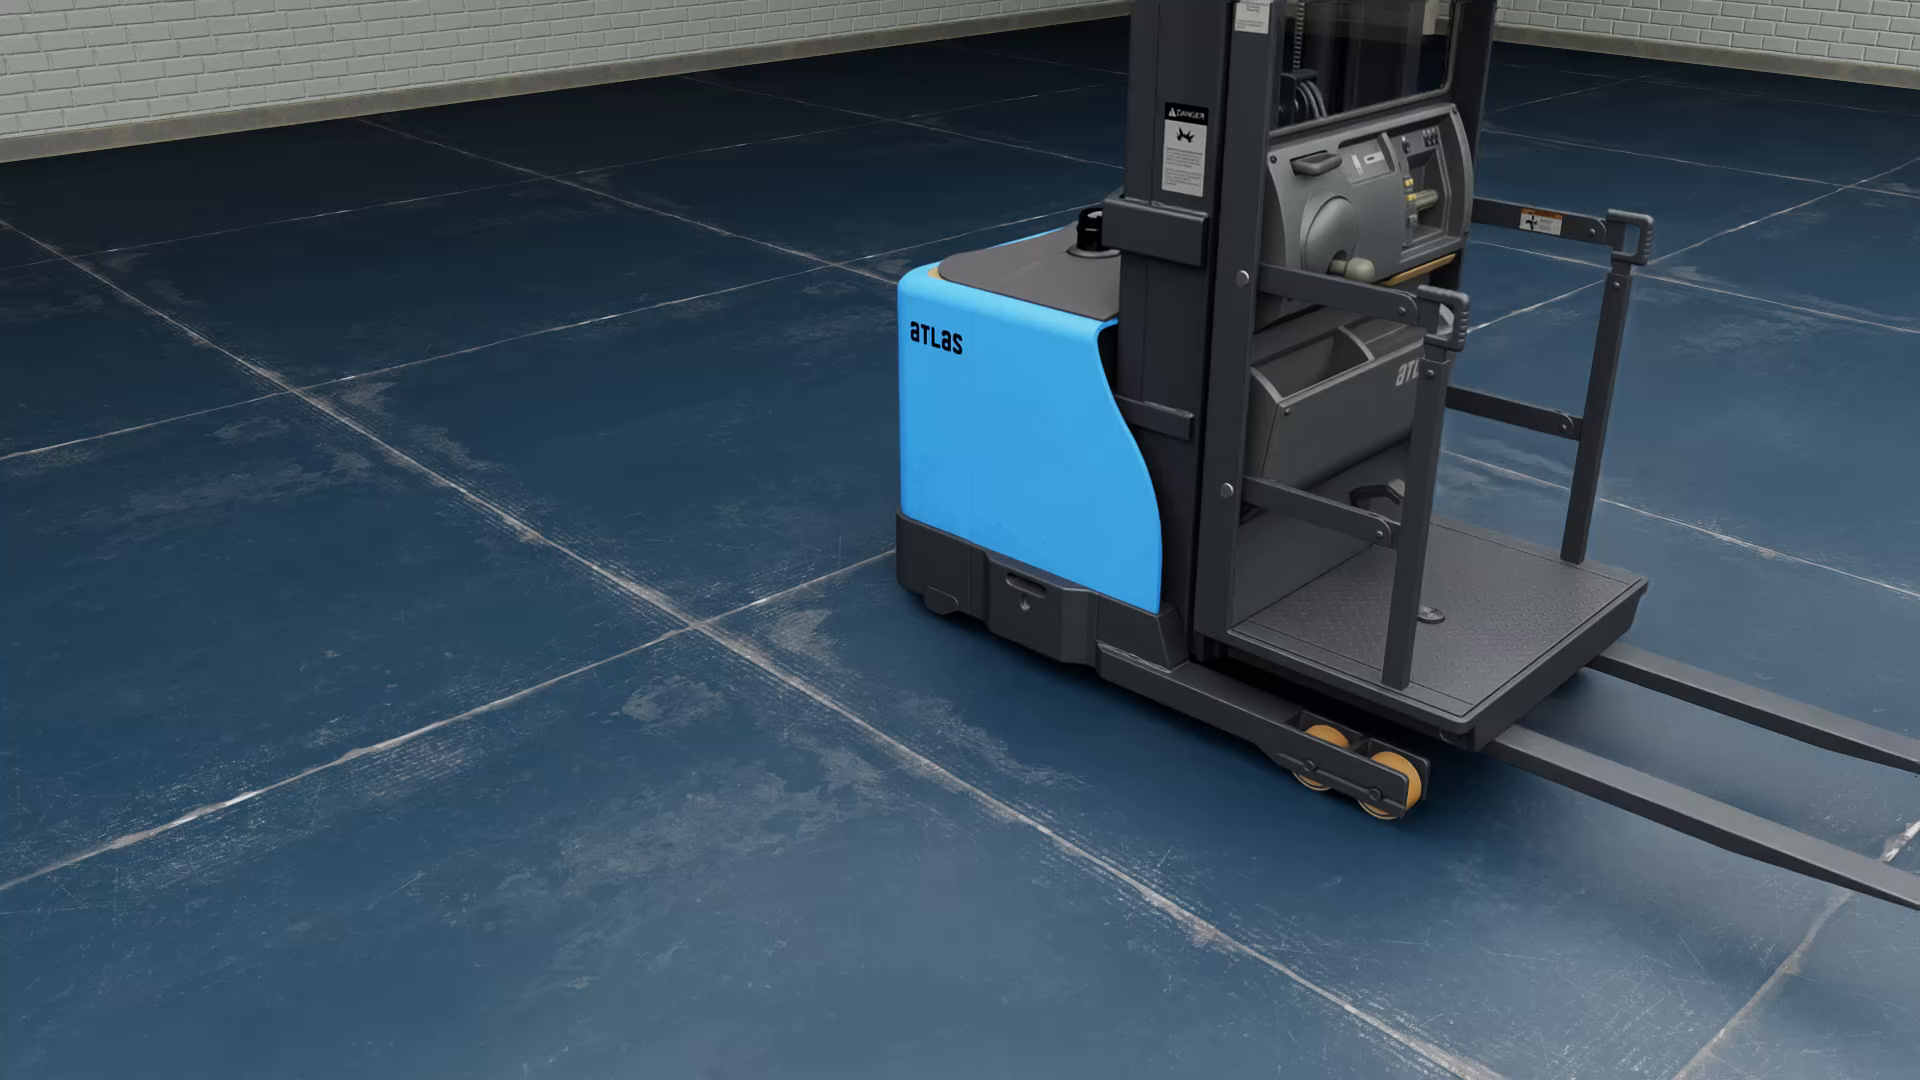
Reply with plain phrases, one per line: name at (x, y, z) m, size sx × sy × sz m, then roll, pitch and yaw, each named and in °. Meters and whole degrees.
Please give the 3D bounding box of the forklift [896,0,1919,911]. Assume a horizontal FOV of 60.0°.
forklift at (1.217, -0.873, 4.131) m, size 3.031 × 2.935 × 1.130 m, roll 21°, pitch 32°, yaw 39°

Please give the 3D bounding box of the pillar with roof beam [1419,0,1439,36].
pillar with roof beam at (1.558, -8.163, 12.802) m, size 9.100 × 9.000 × 0.400 m, roll -21°, pitch 32°, yaw -38°
